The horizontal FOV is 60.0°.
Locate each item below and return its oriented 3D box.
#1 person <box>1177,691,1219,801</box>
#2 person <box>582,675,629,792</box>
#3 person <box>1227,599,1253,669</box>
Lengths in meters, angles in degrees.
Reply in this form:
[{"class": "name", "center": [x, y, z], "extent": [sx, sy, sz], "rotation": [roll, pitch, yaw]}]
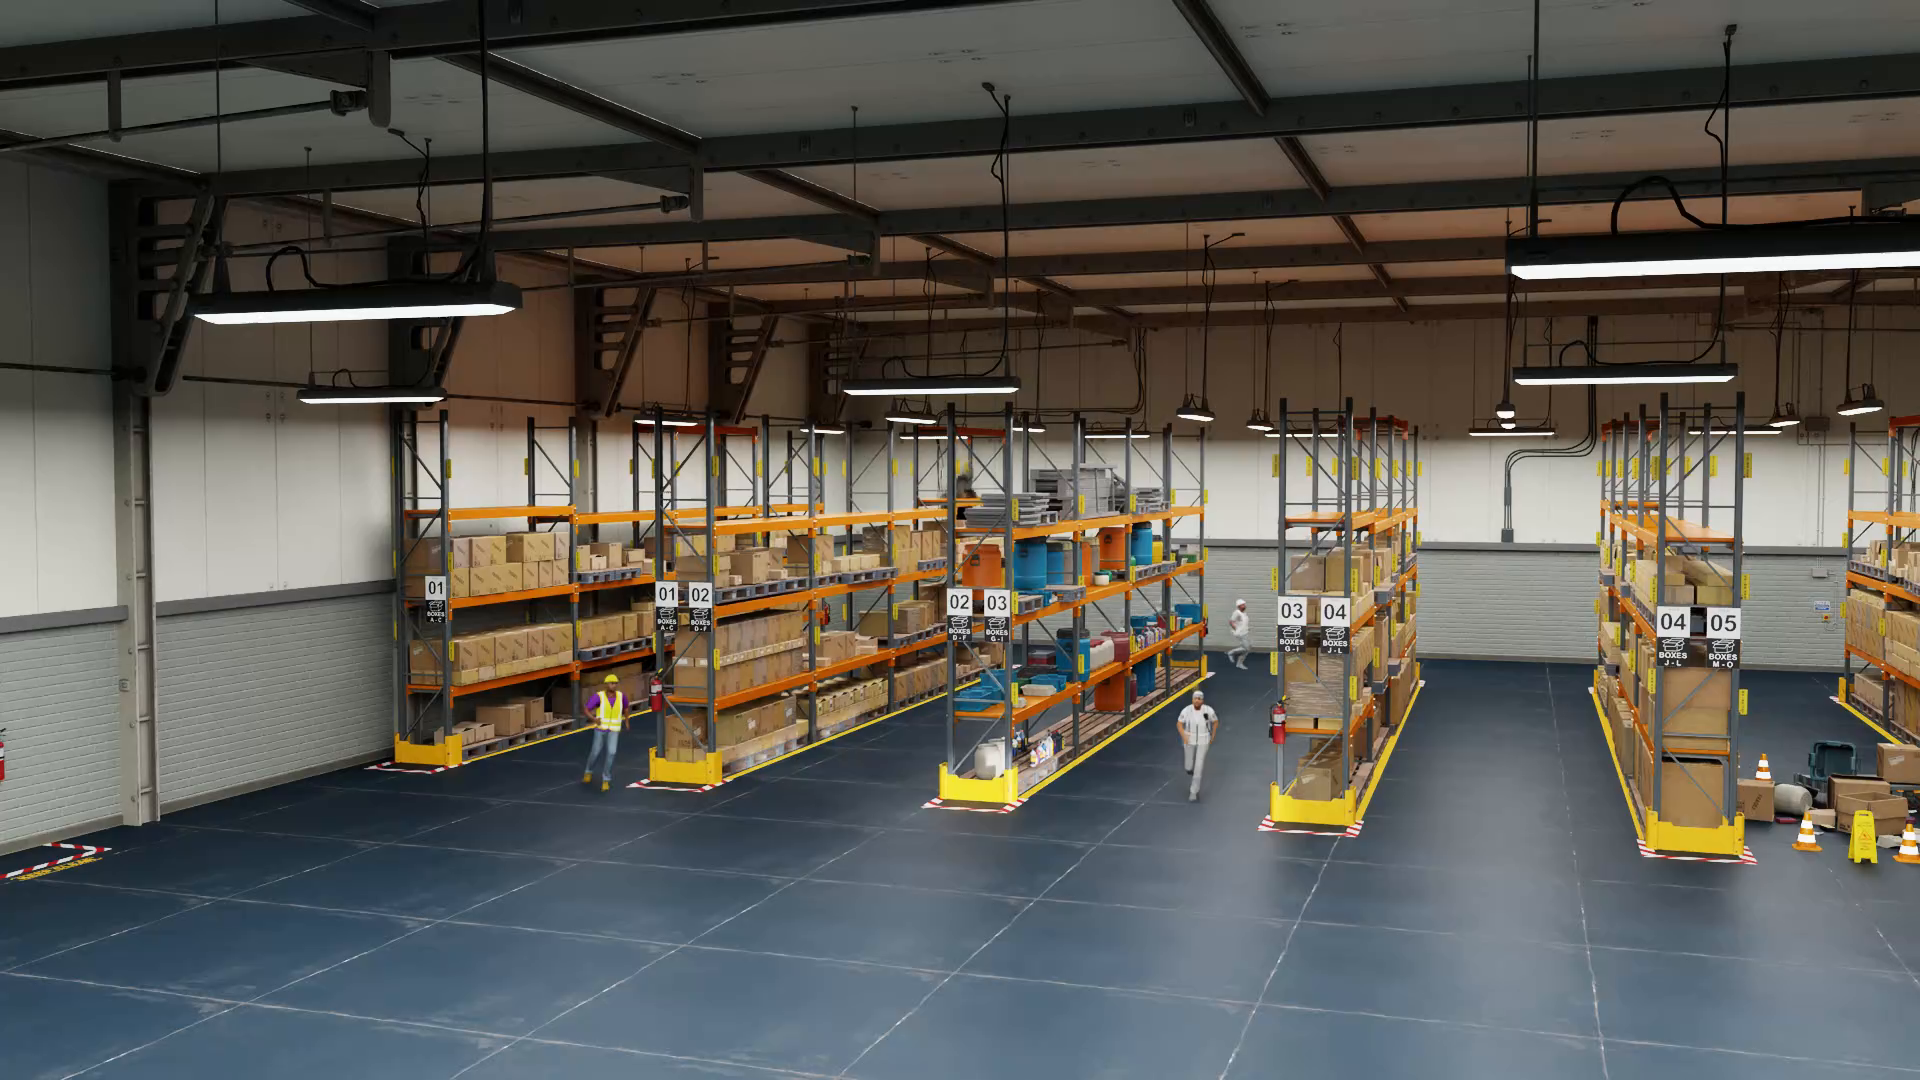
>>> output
[{"class": "person", "center": [3.630, 3.112, 25.383], "extent": [0.630, 1.651, 0.760], "rotation": [1, 3, 13]}, {"class": "person", "center": [-5.534, 3.004, 26.141], "extent": [0.757, 1.776, 0.874], "rotation": [-1, 3, -22]}, {"class": "person", "center": [7.027, 2.359, 41.727], "extent": [0.596, 1.744, 0.699], "rotation": [1, 3, 28]}]
